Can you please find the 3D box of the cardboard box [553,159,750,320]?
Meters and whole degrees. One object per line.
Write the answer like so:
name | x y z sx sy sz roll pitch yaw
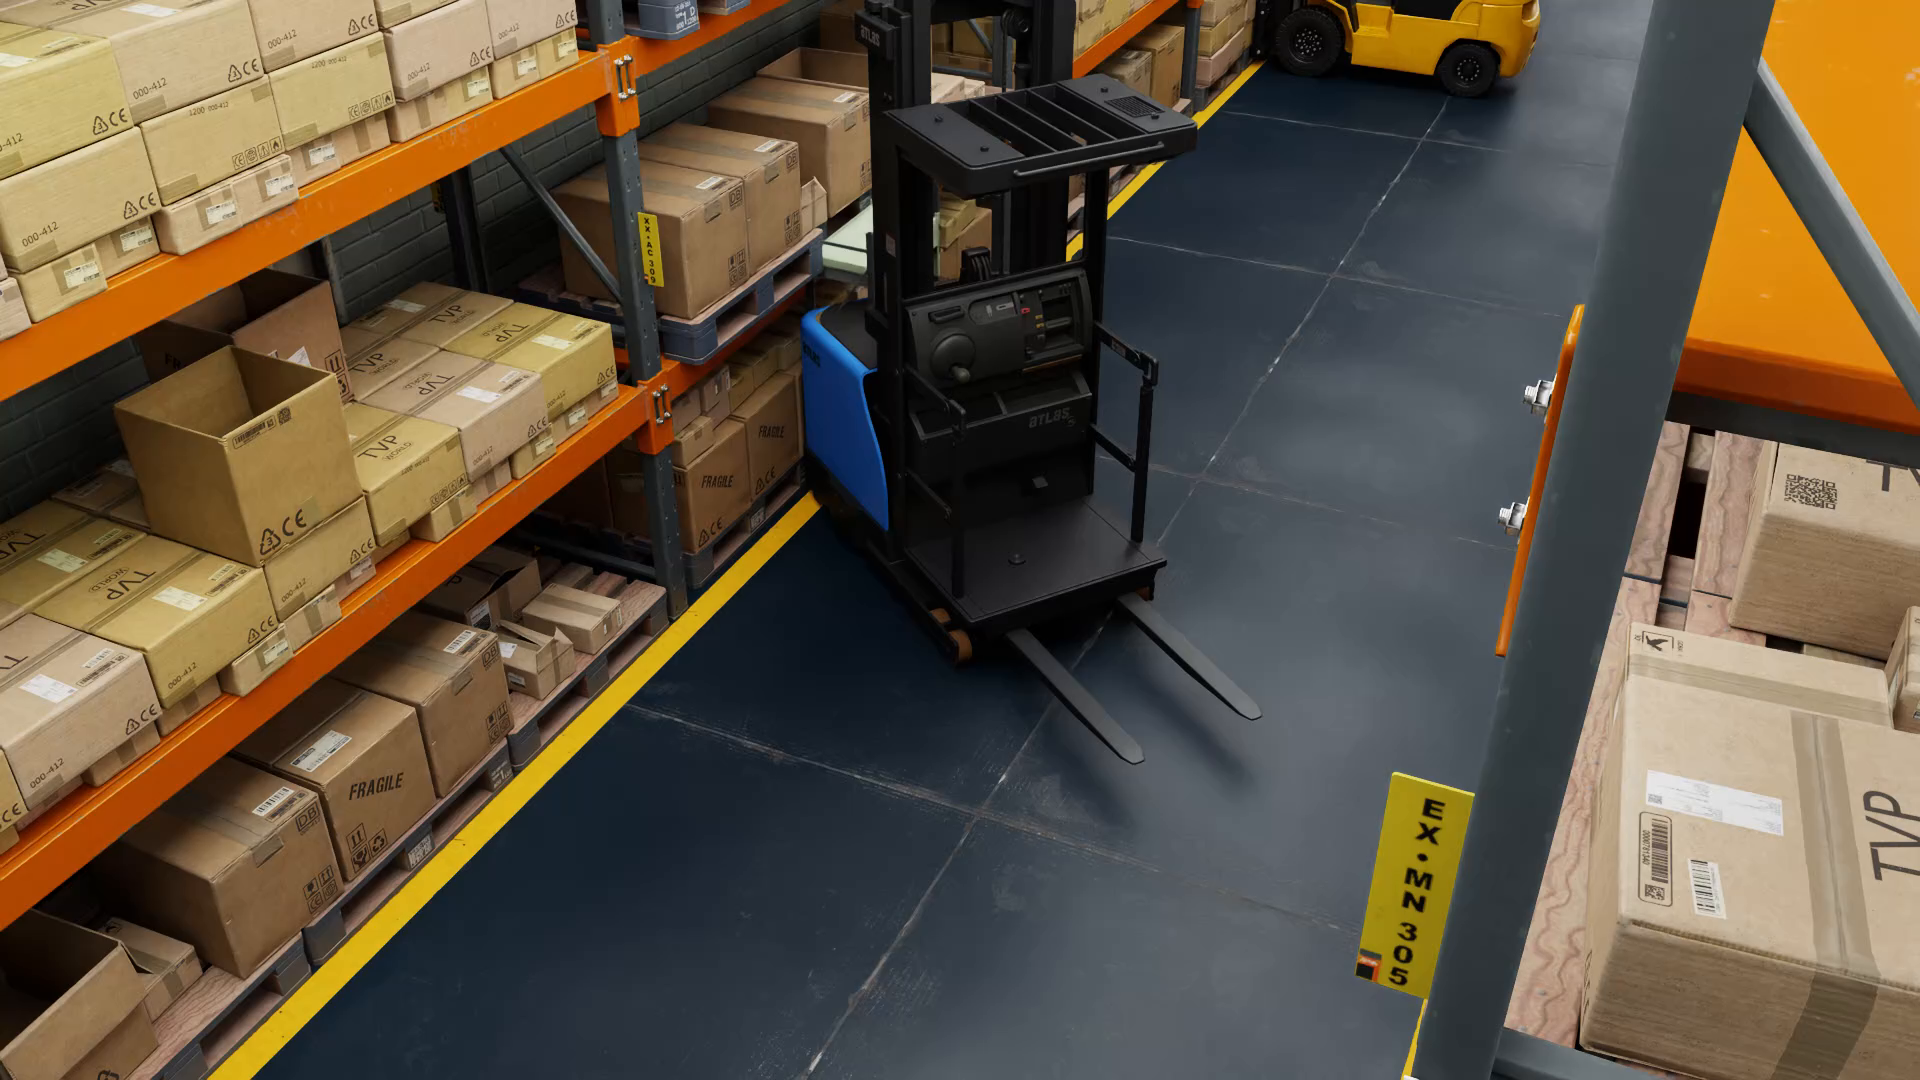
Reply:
cardboard box | -1.417 -1.407 7.686 0.700 0.500 0.500 15 36 22

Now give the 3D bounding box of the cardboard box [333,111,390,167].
cardboard box | -2.175 -1.402 5.646 0.380 0.149 0.250 15 36 22

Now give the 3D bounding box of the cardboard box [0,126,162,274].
cardboard box | -2.642 -0.992 4.657 0.500 0.250 0.500 13 35 19

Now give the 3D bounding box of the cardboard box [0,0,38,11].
cardboard box | -2.905 -1.579 5.097 0.500 0.250 0.500 14 36 20

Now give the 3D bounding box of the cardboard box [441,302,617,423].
cardboard box | -1.814 -0.752 7.027 0.500 0.250 0.500 15 36 22

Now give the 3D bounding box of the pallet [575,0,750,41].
pallet | -1.486 -2.484 7.239 1.213 0.211 1.003 14 36 20

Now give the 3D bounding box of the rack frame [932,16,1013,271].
rack frame | -0.149 -2.992 10.578 1.000 3.000 0.127 14 36 20

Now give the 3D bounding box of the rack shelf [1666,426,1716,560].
rack shelf | 1.851 0.180 3.661 1.077 0.370 4.000 14 36 20

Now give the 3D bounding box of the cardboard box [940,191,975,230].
cardboard box | -0.125 -2.089 10.506 0.380 0.149 0.250 12 35 18

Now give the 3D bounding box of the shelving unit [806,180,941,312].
shelving unit | -0.450 -1.140 8.989 0.431 1.500 0.755 15 38 21

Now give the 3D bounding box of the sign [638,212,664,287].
sign | -1.326 -1.241 7.118 0.100 0.325 0.005 14 36 20

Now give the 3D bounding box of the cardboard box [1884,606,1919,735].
cardboard box | 1.678 0.273 2.617 0.380 0.149 0.250 16 36 22

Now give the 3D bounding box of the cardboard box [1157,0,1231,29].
cardboard box | 2.012 -4.597 14.238 0.500 0.250 0.500 14 36 20

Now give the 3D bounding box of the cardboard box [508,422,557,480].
cardboard box | -1.902 -0.408 6.866 0.380 0.149 0.250 15 36 22

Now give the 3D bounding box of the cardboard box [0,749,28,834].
cardboard box | -3.061 0.766 4.711 0.500 0.250 0.500 14 36 21

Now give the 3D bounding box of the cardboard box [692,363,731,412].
cardboard box | -1.365 -0.784 8.244 0.380 0.149 0.250 12 35 18

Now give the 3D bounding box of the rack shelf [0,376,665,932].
rack shelf | -2.659 0.297 6.217 1.077 0.370 4.000 14 36 20

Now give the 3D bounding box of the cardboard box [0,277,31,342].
cardboard box | -2.745 -0.623 4.459 0.380 0.149 0.250 15 36 22

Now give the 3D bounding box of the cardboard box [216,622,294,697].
cardboard box | -2.525 0.366 5.685 0.380 0.149 0.250 13 35 19

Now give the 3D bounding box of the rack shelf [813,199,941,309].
rack shelf | -0.451 -1.459 8.765 0.431 0.370 0.720 15 38 21

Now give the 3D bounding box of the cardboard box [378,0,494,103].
cardboard box | -2.004 -1.757 5.824 0.500 0.250 0.500 13 35 19

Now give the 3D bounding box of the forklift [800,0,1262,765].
forklift | 0.297 -0.923 7.485 1.130 2.935 3.031 -16 37 -23

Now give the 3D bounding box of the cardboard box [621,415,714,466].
cardboard box | -1.430 -0.519 8.111 0.380 0.149 0.250 16 36 23

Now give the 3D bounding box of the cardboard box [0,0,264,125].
cardboard box | -2.450 -1.455 4.907 0.500 0.250 0.500 15 36 22

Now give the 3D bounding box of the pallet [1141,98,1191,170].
pallet | 1.252 -3.442 13.807 1.003 0.211 1.213 14 36 20

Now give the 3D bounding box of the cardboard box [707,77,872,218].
cardboard box | -0.872 -2.056 8.675 0.700 0.500 0.500 14 36 20

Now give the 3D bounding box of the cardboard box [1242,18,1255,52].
cardboard box | 2.427 -4.691 15.293 0.500 0.250 0.500 15 36 21

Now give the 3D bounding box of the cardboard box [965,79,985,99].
cardboard box | -0.075 -2.647 9.898 0.380 0.149 0.250 15 36 21

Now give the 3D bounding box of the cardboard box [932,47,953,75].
cardboard box | -0.193 -3.212 11.050 0.500 0.250 0.500 13 36 19

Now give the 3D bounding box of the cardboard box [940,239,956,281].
cardboard box | -0.349 -1.616 10.375 0.500 0.500 0.500 14 36 20

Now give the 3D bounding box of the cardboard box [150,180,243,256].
cardboard box | -2.421 -1.004 5.039 0.380 0.149 0.250 14 36 21

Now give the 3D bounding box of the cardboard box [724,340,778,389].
cardboard box | -1.185 -0.945 8.760 0.380 0.149 0.250 14 36 20

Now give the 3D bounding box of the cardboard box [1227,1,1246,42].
cardboard box | 2.217 -4.640 14.760 0.500 0.250 0.500 14 36 20

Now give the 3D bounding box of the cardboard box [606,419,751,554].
cardboard box | -1.415 -0.319 8.398 0.500 0.500 0.500 16 36 23

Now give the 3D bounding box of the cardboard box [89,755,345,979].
cardboard box | -2.761 1.162 6.138 0.700 0.500 0.500 16 36 22

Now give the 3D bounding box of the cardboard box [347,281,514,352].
cardboard box | -2.275 -0.877 7.217 0.500 0.250 0.500 14 36 20

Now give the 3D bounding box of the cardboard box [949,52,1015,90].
cardboard box | 0.259 -3.094 10.870 0.500 0.250 0.500 14 36 21

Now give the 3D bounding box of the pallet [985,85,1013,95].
pallet | -0.368 -2.558 10.091 1.213 0.211 1.003 14 36 20

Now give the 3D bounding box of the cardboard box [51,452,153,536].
cardboard box | -2.897 -0.122 6.066 0.500 0.250 0.500 14 36 20

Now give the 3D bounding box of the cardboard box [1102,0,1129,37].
cardboard box | 0.902 -3.860 12.037 0.500 0.250 0.500 15 36 22

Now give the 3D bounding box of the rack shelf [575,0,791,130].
rack shelf | -0.985 -2.949 8.433 1.077 0.370 4.000 14 36 20

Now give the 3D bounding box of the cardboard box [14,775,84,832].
cardboard box | -2.966 0.720 5.145 0.380 0.149 0.250 14 36 20

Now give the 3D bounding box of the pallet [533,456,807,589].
pallet | -1.516 -0.247 8.935 1.003 0.211 1.213 14 36 20

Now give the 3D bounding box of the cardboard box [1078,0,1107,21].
cardboard box | 0.705 -3.809 11.504 0.500 0.250 0.500 13 36 19

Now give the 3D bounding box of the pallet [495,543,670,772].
pallet | -2.110 0.508 7.783 1.003 0.211 1.213 14 36 20

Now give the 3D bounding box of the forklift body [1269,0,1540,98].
forklift body | 4.062 -5.258 14.808 2.313 2.155 1.214 14 36 20

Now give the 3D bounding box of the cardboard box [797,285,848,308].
cardboard box | -0.855 -1.325 9.340 0.380 0.149 0.250 14 36 21

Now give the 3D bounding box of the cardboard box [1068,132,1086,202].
cardboard box | 0.391 -2.809 12.082 0.875 0.625 0.625 15 36 22

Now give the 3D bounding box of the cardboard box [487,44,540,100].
cardboard box | -1.810 -1.781 6.224 0.380 0.149 0.250 14 36 20

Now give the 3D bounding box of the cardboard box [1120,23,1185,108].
cardboard box | 1.317 -3.904 13.751 0.875 0.625 0.625 16 36 23

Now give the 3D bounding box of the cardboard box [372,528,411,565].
cardboard box | -2.327 -0.047 6.316 0.380 0.149 0.250 15 36 21

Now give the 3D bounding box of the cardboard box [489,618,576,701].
cardboard box | -1.938 0.491 7.377 0.396 0.266 0.258 15 36 22

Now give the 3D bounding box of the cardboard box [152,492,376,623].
cardboard box | -2.447 0.003 5.876 0.500 0.250 0.500 13 36 19
